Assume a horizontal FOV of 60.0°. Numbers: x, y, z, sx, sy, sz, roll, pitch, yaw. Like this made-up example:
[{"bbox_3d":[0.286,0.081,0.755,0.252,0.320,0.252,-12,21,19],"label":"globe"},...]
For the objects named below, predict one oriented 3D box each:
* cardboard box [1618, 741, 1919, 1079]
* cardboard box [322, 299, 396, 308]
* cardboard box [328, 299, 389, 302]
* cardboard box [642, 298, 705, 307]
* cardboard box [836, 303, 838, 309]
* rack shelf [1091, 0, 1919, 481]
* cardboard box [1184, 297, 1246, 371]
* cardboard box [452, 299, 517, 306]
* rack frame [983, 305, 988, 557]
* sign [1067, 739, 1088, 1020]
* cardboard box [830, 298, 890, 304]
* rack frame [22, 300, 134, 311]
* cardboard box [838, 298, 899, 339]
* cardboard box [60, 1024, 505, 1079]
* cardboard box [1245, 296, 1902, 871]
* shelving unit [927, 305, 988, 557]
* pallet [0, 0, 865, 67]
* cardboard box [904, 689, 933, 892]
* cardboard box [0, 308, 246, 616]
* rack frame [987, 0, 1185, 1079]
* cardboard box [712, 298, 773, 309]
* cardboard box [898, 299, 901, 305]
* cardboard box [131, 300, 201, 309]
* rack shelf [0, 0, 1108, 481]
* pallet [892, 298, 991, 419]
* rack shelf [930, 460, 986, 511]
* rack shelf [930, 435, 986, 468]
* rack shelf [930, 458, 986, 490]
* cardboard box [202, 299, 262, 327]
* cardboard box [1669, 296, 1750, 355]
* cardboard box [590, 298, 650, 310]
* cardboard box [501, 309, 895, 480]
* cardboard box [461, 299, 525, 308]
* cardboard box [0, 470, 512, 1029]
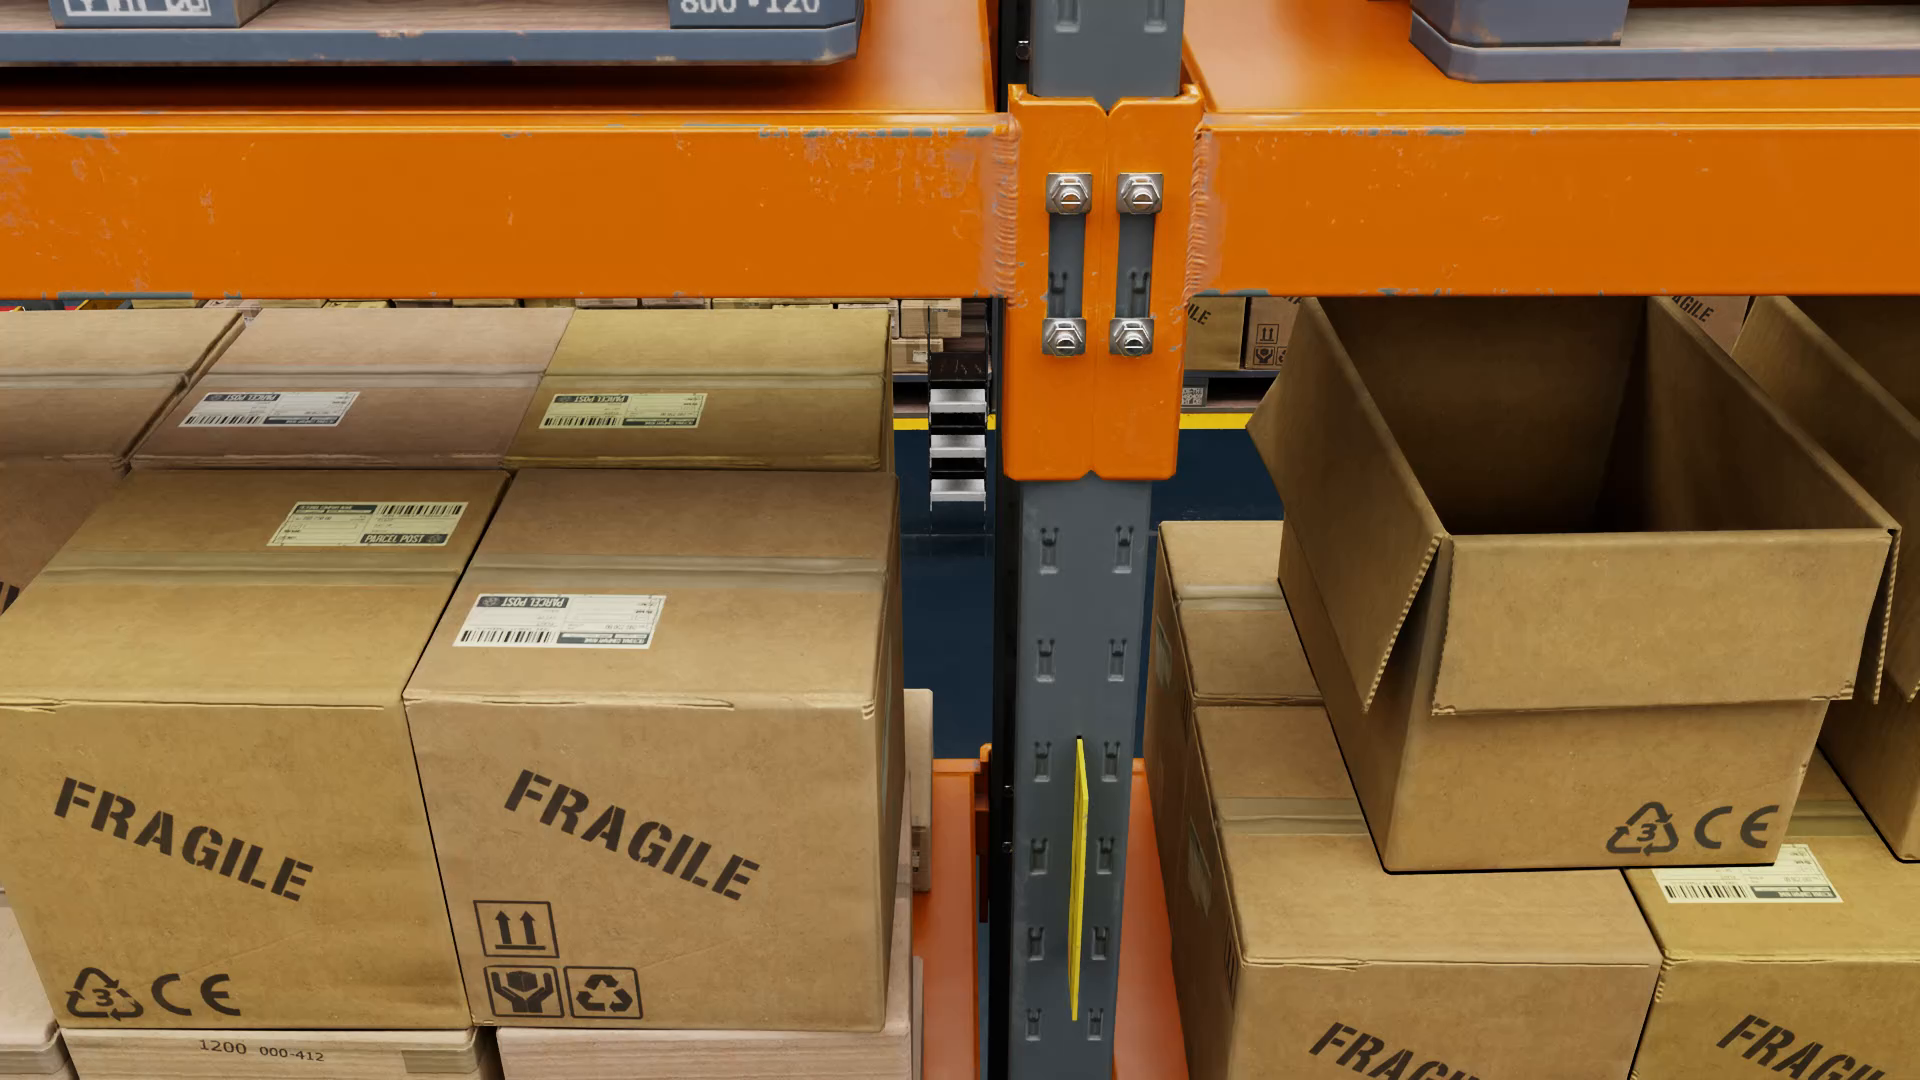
[{"bbox_3d":[1.088,0.576,2.312,0.500,0.500,0.500,0,31,0],"label":"cardboard box"},{"bbox_3d":[-2.504,-0.987,7.041,0.250,0.149,0.380,1,31,1],"label":"cardboard box"},{"bbox_3d":[-2.504,-1.149,7.023,0.250,0.149,0.380,-2,31,-3],"label":"cardboard box"},{"bbox_3d":[-1.194,-1.124,6.981,0.250,0.149,0.380,-2,31,-3],"label":"cardboard box"},{"bbox_3d":[-0.456,-0.906,7.194,0.250,0.149,0.380,1,31,1],"label":"cardboard box"},{"bbox_3d":[2.124,-0.488,1.965,4.000,0.370,1.077,0,31,0],"label":"rack shelf"},{"bbox_3d":[0.935,-1.056,7.103,0.500,0.500,0.500,1,31,2],"label":"cardboard box"},{"bbox_3d":[-1.963,-1.123,6.978,0.250,0.149,0.380,0,31,0],"label":"cardboard box"},{"bbox_3d":[0.094,-0.385,6.017,0.006,0.900,0.240,0,31,0],"label":"rack frame"},{"bbox_3d":[0.129,0.377,1.826,0.005,0.325,0.100,0,31,0],"label":"sign"},{"bbox_3d":[-0.415,-1.138,7.003,0.250,0.149,0.380,0,31,0],"label":"cardboard box"},{"bbox_3d":[-3.805,-2.068,6.766,0.127,3.000,1.000,0,31,0],"label":"rack frame"},{"bbox_3d":[-0.389,-0.995,7.055,0.250,0.149,0.380,-2,31,-3],"label":"cardboard box"},{"bbox_3d":[-0.834,0.570,2.276,0.500,0.250,0.500,1,31,1],"label":"cardboard box"},{"bbox_3d":[0.762,0.015,2.270,0.637,0.503,0.797,-1,31,-2],"label":"cardboard box"},{"bbox_3d":[-0.008,-0.385,6.017,0.210,0.900,0.258,0,31,0],"label":"shelving unit"},{"bbox_3d":[-0.695,-0.754,1.796,1.213,0.211,1.003,0,31,0],"label":"pallet"},{"bbox_3d":[-0.174,0.429,2.894,0.250,0.149,0.380,0,31,0],"label":"cardboard box"},{"bbox_3d":[-1.370,-0.020,2.527,0.500,0.500,0.500,-1,31,-2],"label":"cardboard box"},{"bbox_3d":[0.124,0.491,2.549,0.053,2.616,0.949,0,31,0],"label":"rack frame"},{"bbox_3d":[-0.908,-1.035,7.121,0.250,0.149,0.380,0,31,0],"label":"cardboard box"},{"bbox_3d":[-0.171,-1.206,7.690,0.250,0.149,0.380,-1,31,-2],"label":"cardboard box"},{"bbox_3d":[-3.279,-1.108,6.955,0.250,0.149,0.380,-2,31,-3],"label":"cardboard box"},{"bbox_3d":[-1.876,-0.476,1.944,4.000,0.370,1.077,0,31,0],"label":"rack shelf"},{"bbox_3d":[-0.477,-0.868,7.476,1.213,0.211,1.003,0,31,0],"label":"pallet"},{"bbox_3d":[-0.008,-0.202,6.127,0.200,0.077,0.258,0,31,0],"label":"rack shelf"},{"bbox_3d":[-0.008,-0.356,6.034,0.200,0.077,0.258,0,31,0],"label":"rack shelf"},{"bbox_3d":[-0.008,-0.279,6.081,0.200,0.077,0.258,0,31,0],"label":"rack shelf"},{"bbox_3d":[-3.005,-0.996,7.056,0.250,0.149,0.380,0,31,-1],"label":"cardboard box"},{"bbox_3d":[3.019,-1.066,7.121,0.500,0.500,0.500,1,31,2],"label":"cardboard box"},{"bbox_3d":[-1.431,-1.034,7.119,0.250,0.149,0.380,-2,31,-3],"label":"cardboard box"},{"bbox_3d":[-0.357,-0.022,2.529,0.500,0.500,0.500,0,31,0],"label":"cardboard box"},{"bbox_3d":[-1.968,-1.059,7.161,0.250,0.149,0.380,1,31,2],"label":"cardboard box"},{"bbox_3d":[-0.835,0.249,2.083,0.500,0.500,0.500,0,31,0],"label":"cardboard box"}]
